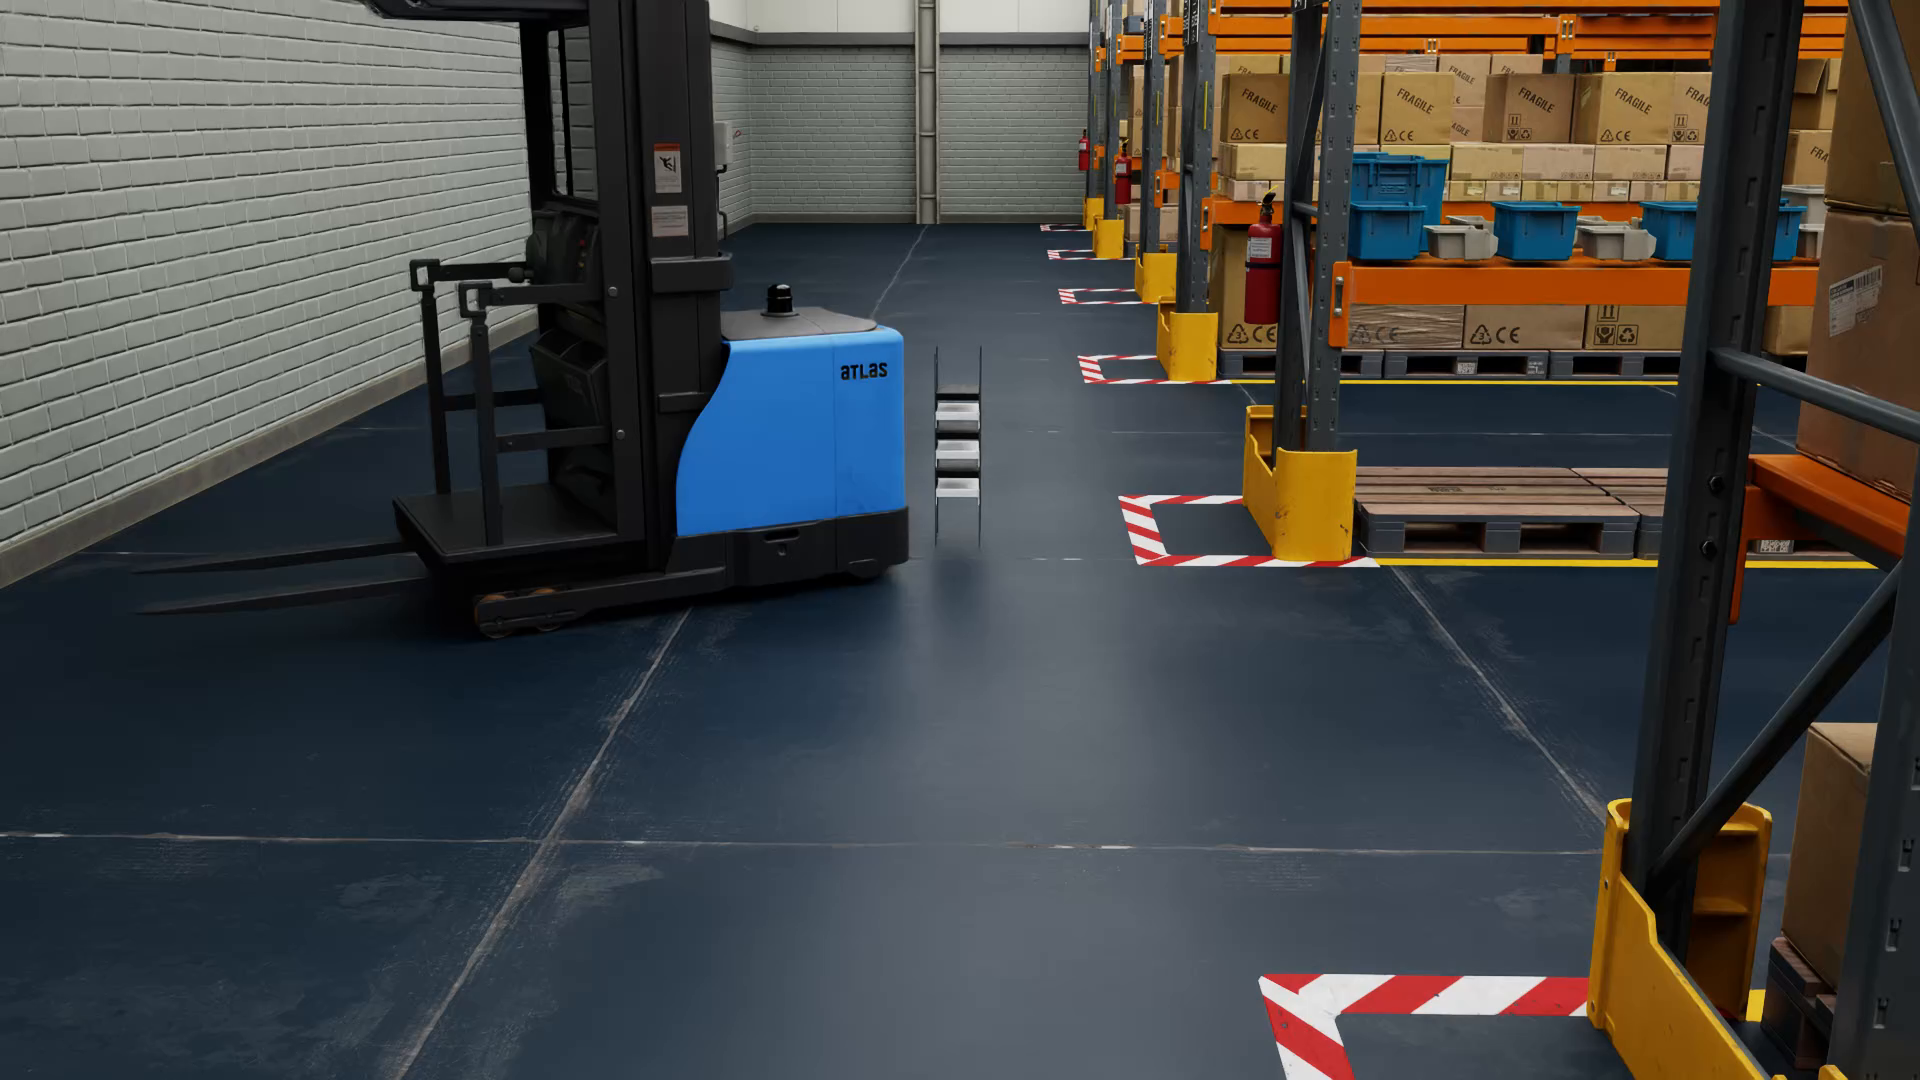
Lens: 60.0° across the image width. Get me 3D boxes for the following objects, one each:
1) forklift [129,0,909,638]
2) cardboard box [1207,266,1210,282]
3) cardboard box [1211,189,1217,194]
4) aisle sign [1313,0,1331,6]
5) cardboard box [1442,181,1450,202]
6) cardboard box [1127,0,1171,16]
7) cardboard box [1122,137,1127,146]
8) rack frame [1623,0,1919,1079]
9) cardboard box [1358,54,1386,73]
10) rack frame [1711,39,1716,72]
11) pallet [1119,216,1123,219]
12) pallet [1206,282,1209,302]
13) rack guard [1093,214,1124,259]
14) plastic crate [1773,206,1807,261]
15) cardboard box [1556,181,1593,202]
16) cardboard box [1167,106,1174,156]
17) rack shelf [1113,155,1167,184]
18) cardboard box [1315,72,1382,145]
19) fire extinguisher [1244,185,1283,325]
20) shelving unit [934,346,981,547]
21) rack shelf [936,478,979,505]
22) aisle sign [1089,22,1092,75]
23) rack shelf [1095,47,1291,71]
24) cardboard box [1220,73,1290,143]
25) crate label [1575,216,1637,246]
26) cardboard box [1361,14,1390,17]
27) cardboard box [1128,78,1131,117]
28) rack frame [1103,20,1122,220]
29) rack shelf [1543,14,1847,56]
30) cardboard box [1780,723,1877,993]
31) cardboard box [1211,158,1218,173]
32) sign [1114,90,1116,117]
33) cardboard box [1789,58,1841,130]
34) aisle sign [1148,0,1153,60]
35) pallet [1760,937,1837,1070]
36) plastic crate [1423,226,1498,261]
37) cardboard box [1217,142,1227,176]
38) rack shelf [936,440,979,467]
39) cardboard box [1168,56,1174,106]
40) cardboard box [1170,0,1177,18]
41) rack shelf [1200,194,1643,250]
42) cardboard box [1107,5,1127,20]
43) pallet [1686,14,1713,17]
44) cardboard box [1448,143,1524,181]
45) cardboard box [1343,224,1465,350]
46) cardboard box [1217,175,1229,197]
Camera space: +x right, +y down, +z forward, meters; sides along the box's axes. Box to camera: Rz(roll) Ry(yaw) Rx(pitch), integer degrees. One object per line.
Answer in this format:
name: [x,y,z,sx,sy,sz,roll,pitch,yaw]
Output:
forklift: [-1.771,-1.192,6.612,3.031,2.935,1.130,-8,17,-27]
cardboard box: [2.503,-2.772,17.233,0.250,0.149,0.380,1,15,3]
cardboard box: [4.124,-5.483,26.821,0.500,0.500,0.500,1,15,2]
aisle sign: [1.554,-2.687,7.049,0.004,0.787,0.394,0,15,1]
cardboard box: [3.392,-2.553,12.128,0.250,0.149,0.380,0,15,1]
cardboard box: [2.465,-6.945,21.678,0.500,0.250,0.500,-1,15,-4]
cardboard box: [2.713,-6.378,26.628,0.250,0.149,0.380,1,15,3]
rack frame: [1.503,-0.242,2.878,0.127,3.000,1.000,0,15,1]
cardboard box: [3.963,-4.625,16.749,0.500,0.500,0.500,0,15,0]
rack frame: [5.758,-2.742,12.355,0.127,3.000,1.000,0,15,1]
pallet: [3.009,-5.208,27.166,1.213,0.211,1.003,0,15,1]
pallet: [2.875,-2.670,17.545,1.213,0.211,1.003,0,15,1]
rack guard: [1.989,-4.087,22.352,0.348,0.500,1.175,0,15,1]
plastic crate: [3.488,-1.357,7.315,0.300,0.233,0.416,0,15,1]
cardboard box: [4.416,-2.546,12.103,0.250,0.149,0.380,1,15,2]
cardboard box: [2.443,-4.288,17.432,0.500,0.500,0.500,1,15,3]
rack shelf: [4.012,-4.935,22.075,4.000,0.370,1.077,0,15,1]
cardboard box: [2.733,-3.127,12.054,0.500,0.500,0.500,0,15,0]
fire extinguisher: [1.494,-1.405,8.166,0.183,0.674,0.296,0,15,1]
shelving unit: [-0.008,-0.435,7.725,0.210,0.900,0.258,0,15,1]
rack shelf: [-0.008,-0.229,7.780,0.200,0.077,0.258,0,15,1]
aisle sign: [2.060,-7.744,26.217,0.004,0.787,0.394,0,15,1]
rack shelf: [4.135,-7.651,26.490,4.000,0.370,1.077,0,15,1]
cardboard box: [2.253,-3.266,12.581,0.500,0.500,0.500,1,15,2]
crate label: [3.021,-1.447,7.842,0.243,0.136,0.396,0,15,1]
cardboard box: [3.987,-5.332,16.583,0.500,0.250,0.500,0,15,1]
cardboard box: [2.501,-5.885,22.110,0.500,0.500,0.500,1,15,3]
rack frame: [2.013,-5.296,22.032,0.127,3.000,1.000,0,15,1]
rack shelf: [7.985,-5.096,16.806,4.000,0.370,1.077,0,15,1]
cardboard box: [2.053,0.694,3.366,0.500,0.500,0.500,0,15,1]
cardboard box: [2.558,-3.834,16.986,0.250,0.149,0.380,1,15,3]
sign: [1.993,-5.611,21.376,0.005,0.325,0.100,0,15,1]
cardboard box: [6.397,-3.274,12.206,0.637,0.503,0.797,0,15,0]
aisle sign: [1.907,-5.214,16.625,0.004,0.787,0.394,0,15,1]
pallet: [2.376,1.112,3.213,1.213,0.211,1.003,0,15,1]
plastic crate: [2.190,-1.298,7.280,0.298,0.136,0.250,0,15,1]
cardboard box: [2.251,-2.904,12.679,0.500,0.250,0.500,0,15,1]
rack shelf: [-0.008,-0.403,7.734,0.200,0.077,0.258,0,15,1]
cardboard box: [2.451,-4.769,17.296,0.500,0.500,0.500,0,15,0]
cardboard box: [2.449,-5.475,17.126,0.500,0.250,0.500,0,15,0]
rack shelf: [3.759,-2.408,12.496,4.000,0.370,1.077,0,15,1]
cardboard box: [2.573,-8.258,26.111,0.500,0.250,0.500,0,15,1]
pallet: [7.637,-5.329,16.647,1.003,0.211,1.213,0,15,1]
cardboard box: [3.776,-2.760,12.132,0.500,0.250,0.500,0,15,0]
cardboard box: [3.311,-1.955,12.710,0.875,0.875,0.875,0,15,1]
cardboard box: [2.124,-2.729,12.795,0.250,0.149,0.380,1,15,2]
